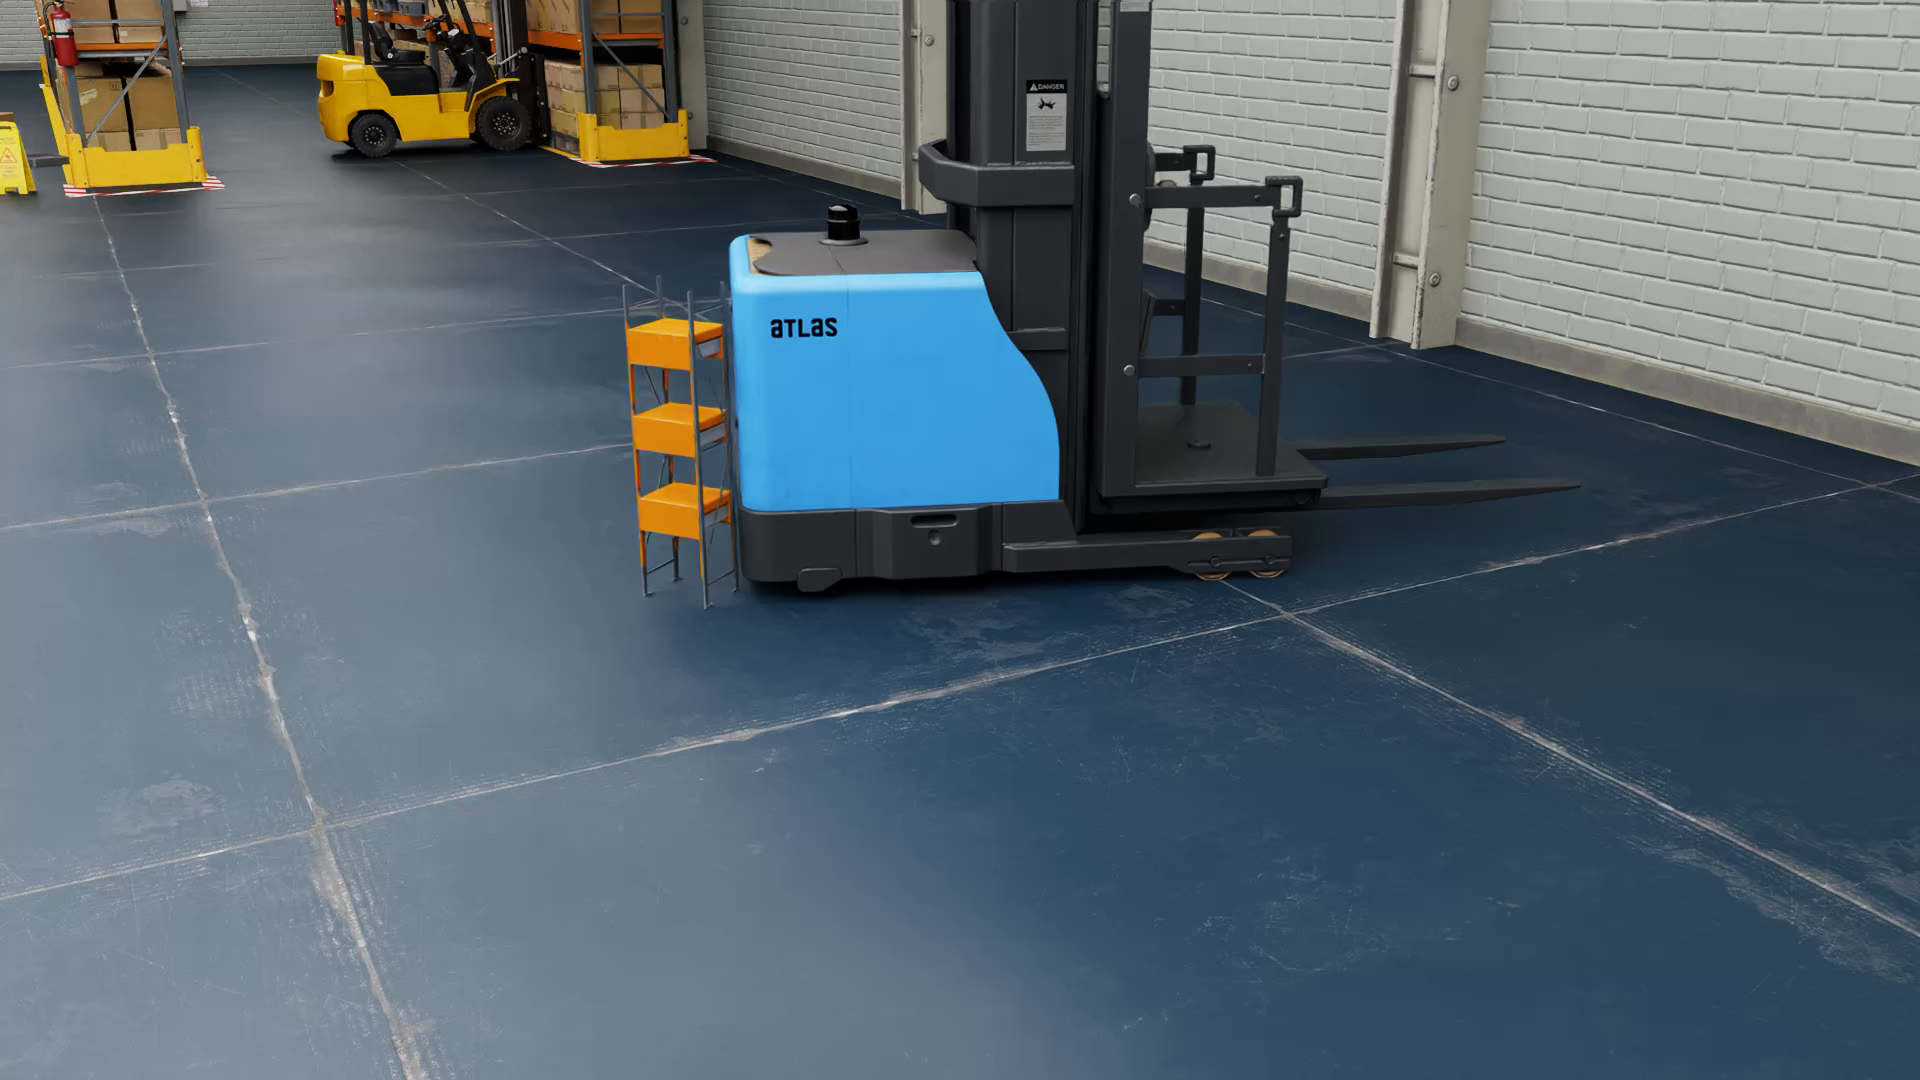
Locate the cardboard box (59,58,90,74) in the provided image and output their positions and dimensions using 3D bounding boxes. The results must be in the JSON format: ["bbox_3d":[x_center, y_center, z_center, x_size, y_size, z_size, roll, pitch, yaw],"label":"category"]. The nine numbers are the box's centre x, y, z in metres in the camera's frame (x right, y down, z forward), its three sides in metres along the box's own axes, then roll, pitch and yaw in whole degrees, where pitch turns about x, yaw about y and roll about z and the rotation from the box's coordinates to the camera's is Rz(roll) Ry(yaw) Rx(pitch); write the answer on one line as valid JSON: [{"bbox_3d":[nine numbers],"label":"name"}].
[{"bbox_3d":[-9.047,-4.878,17.096,0.380,0.149,0.250,-9,21,-24],"label":"cardboard box"}]

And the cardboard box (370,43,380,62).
[{"bbox_3d":[-10.123,-8.525,29.427,0.700,0.500,0.500,-11,22,-29],"label":"cardboard box"}]

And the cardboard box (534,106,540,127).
[{"bbox_3d":[-4.821,-5.074,19.810,0.500,0.250,0.500,-9,21,-25],"label":"cardboard box"}]

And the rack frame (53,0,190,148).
[{"bbox_3d":[-7.963,-4.885,15.689,1.000,3.000,0.127,-10,21,-27],"label":"rack frame"}]

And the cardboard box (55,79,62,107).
[{"bbox_3d":[-11.502,-5.974,22.230,0.950,0.372,0.625,-12,22,-30],"label":"cardboard box"}]

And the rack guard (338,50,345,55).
[{"bbox_3d":[-11.158,-9.044,31.576,1.175,0.500,0.348,-10,21,-27],"label":"rack guard"}]

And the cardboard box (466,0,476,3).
[{"bbox_3d":[-6.205,-7.216,21.909,0.500,0.250,0.500,-11,22,-28],"label":"cardboard box"}]

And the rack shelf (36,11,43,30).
[{"bbox_3d":[-14.611,-8.564,27.453,1.077,0.370,4.000,-10,21,-27],"label":"rack shelf"}]

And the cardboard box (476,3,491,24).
[{"bbox_3d":[-5.965,-6.836,21.574,0.500,0.250,0.500,-9,21,-25],"label":"cardboard box"}]

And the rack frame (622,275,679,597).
[{"bbox_3d":[-1.017,-0.335,5.492,0.008,1.050,0.200,9,21,24],"label":"rack frame"}]

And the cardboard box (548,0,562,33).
[{"bbox_3d":[-4.299,-5.953,18.631,0.500,0.500,0.500,-9,21,-25],"label":"cardboard box"}]

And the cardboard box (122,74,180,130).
[{"bbox_3d":[-8.115,-4.419,16.762,0.500,0.500,0.500,-11,22,-28],"label":"cardboard box"}]

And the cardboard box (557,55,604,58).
[{"bbox_3d":[-4.610,-5.773,20.301,0.500,0.250,0.500,-10,21,-26],"label":"cardboard box"}]

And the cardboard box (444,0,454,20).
[{"bbox_3d":[-6.914,-7.423,23.275,0.500,0.250,0.500,-11,22,-28],"label":"cardboard box"}]

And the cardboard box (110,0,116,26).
[{"bbox_3d":[-8.193,-5.400,16.572,0.500,0.500,0.500,-9,21,-25],"label":"cardboard box"}]

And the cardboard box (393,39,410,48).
[{"bbox_3d":[-9.159,-8.211,27.523,0.380,0.149,0.250,-11,22,-28],"label":"cardboard box"}]

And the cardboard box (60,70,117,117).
[{"bbox_3d":[-9.057,-4.623,17.352,0.500,0.500,0.500,-11,22,-28],"label":"cardboard box"}]

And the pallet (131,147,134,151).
[{"bbox_3d":[-8.354,-3.827,16.899,1.003,0.211,1.213,-10,21,-27],"label":"pallet"}]

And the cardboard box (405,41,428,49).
[{"bbox_3d":[-8.683,-7.914,26.661,0.380,0.149,0.250,-9,21,-25],"label":"cardboard box"}]

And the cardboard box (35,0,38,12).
[{"bbox_3d":[-14.607,-8.759,26.764,0.500,0.500,0.500,-10,22,-27],"label":"cardboard box"}]

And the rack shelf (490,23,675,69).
[{"bbox_3d":[-4.546,-5.889,19.702,1.077,0.370,4.000,-10,21,-27],"label":"rack shelf"}]

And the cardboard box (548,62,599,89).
[{"bbox_3d":[-4.337,-5.256,18.803,0.500,0.250,0.500,-10,21,-26],"label":"cardboard box"}]

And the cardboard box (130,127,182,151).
[{"bbox_3d":[-8.103,-4.058,16.864,0.500,0.250,0.500,-10,21,-27],"label":"cardboard box"}]

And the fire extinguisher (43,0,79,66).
[{"bbox_3d":[-8.314,-4.744,15.400,0.296,0.674,0.183,-10,21,-27],"label":"fire extinguisher"}]

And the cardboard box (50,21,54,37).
[{"bbox_3d":[-9.396,-5.406,17.583,0.380,0.149,0.250,-10,21,-26],"label":"cardboard box"}]

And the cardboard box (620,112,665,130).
[{"bbox_3d":[-3.658,-4.725,18.797,0.500,0.250,0.500,-10,21,-26],"label":"cardboard box"}]

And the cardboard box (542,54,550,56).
[{"bbox_3d":[-5.308,-5.839,20.492,0.500,0.250,0.500,-10,21,-27],"label":"cardboard box"}]

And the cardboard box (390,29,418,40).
[{"bbox_3d":[-9.193,-8.352,27.476,0.380,0.149,0.250,-11,22,-29],"label":"cardboard box"}]

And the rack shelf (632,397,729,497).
[{"bbox_3d":[-0.907,-0.308,5.446,0.240,0.259,0.215,9,21,24],"label":"rack shelf"}]

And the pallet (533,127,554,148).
[{"bbox_3d":[-4.572,-4.899,20.006,1.003,0.211,1.213,-10,21,-27],"label":"pallet"}]

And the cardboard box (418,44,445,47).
[{"bbox_3d":[-8.181,-7.616,25.798,0.380,0.149,0.250,-9,21,-25],"label":"cardboard box"}]

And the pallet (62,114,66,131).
[{"bbox_3d":[-10.817,-5.289,21.135,1.003,0.211,1.213,-10,21,-27],"label":"pallet"}]

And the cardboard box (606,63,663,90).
[{"bbox_3d":[-3.658,-5.193,18.622,0.500,0.250,0.500,-10,22,-27],"label":"cardboard box"}]

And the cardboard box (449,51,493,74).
[{"bbox_3d":[-6.794,-6.660,23.830,0.875,0.625,0.625,-9,21,-25],"label":"cardboard box"}]

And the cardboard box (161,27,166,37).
[{"bbox_3d":[-8.129,-5.055,16.566,0.380,0.149,0.250,-11,22,-28],"label":"cardboard box"}]

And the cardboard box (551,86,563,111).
[{"bbox_3d":[-4.331,-5.027,18.906,0.500,0.250,0.500,-10,22,-27],"label":"cardboard box"}]

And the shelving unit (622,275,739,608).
[{"bbox_3d":[-0.907,-0.318,5.442,0.252,1.050,0.215,9,21,24],"label":"shelving unit"}]

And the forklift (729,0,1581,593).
[{"bbox_3d":[0.708,-1.411,5.728,3.031,2.935,1.130,-3,19,-8],"label":"forklift"}]

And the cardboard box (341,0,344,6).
[{"bbox_3d":[-11.280,-9.992,30.876,0.380,0.149,0.250,-10,21,-27],"label":"cardboard box"}]

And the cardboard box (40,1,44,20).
[{"bbox_3d":[-12.231,-7.215,22.673,0.500,0.250,0.500,-11,22,-29],"label":"cardboard box"}]

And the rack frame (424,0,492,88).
[{"bbox_3d":[-7.395,-7.951,24.576,1.000,3.000,0.127,-10,21,-27],"label":"rack frame"}]

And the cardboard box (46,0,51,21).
[{"bbox_3d":[-9.413,-5.765,17.630,0.500,0.500,0.500,-10,21,-27],"label":"cardboard box"}]

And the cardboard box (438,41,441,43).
[{"bbox_3d":[-8.214,-7.997,26.903,0.380,0.149,0.250,-10,21,-26],"label":"cardboard box"}]

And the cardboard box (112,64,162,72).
[{"bbox_3d":[-9.102,-5.012,18.480,0.500,0.500,0.500,-10,21,-26],"label":"cardboard box"}]

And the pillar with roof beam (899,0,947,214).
[{"bbox_3d":[-4.073,-6.441,11.002,9.100,9.000,0.400,-10,21,-27],"label":"pillar with roof beam"}]

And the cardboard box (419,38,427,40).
[{"bbox_3d":[-8.866,-8.362,27.960,0.380,0.149,0.250,-11,22,-29],"label":"cardboard box"}]

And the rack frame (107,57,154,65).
[{"bbox_3d":[-9.863,-6.033,19.017,1.000,3.000,0.127,-10,21,-27],"label":"rack frame"}]
